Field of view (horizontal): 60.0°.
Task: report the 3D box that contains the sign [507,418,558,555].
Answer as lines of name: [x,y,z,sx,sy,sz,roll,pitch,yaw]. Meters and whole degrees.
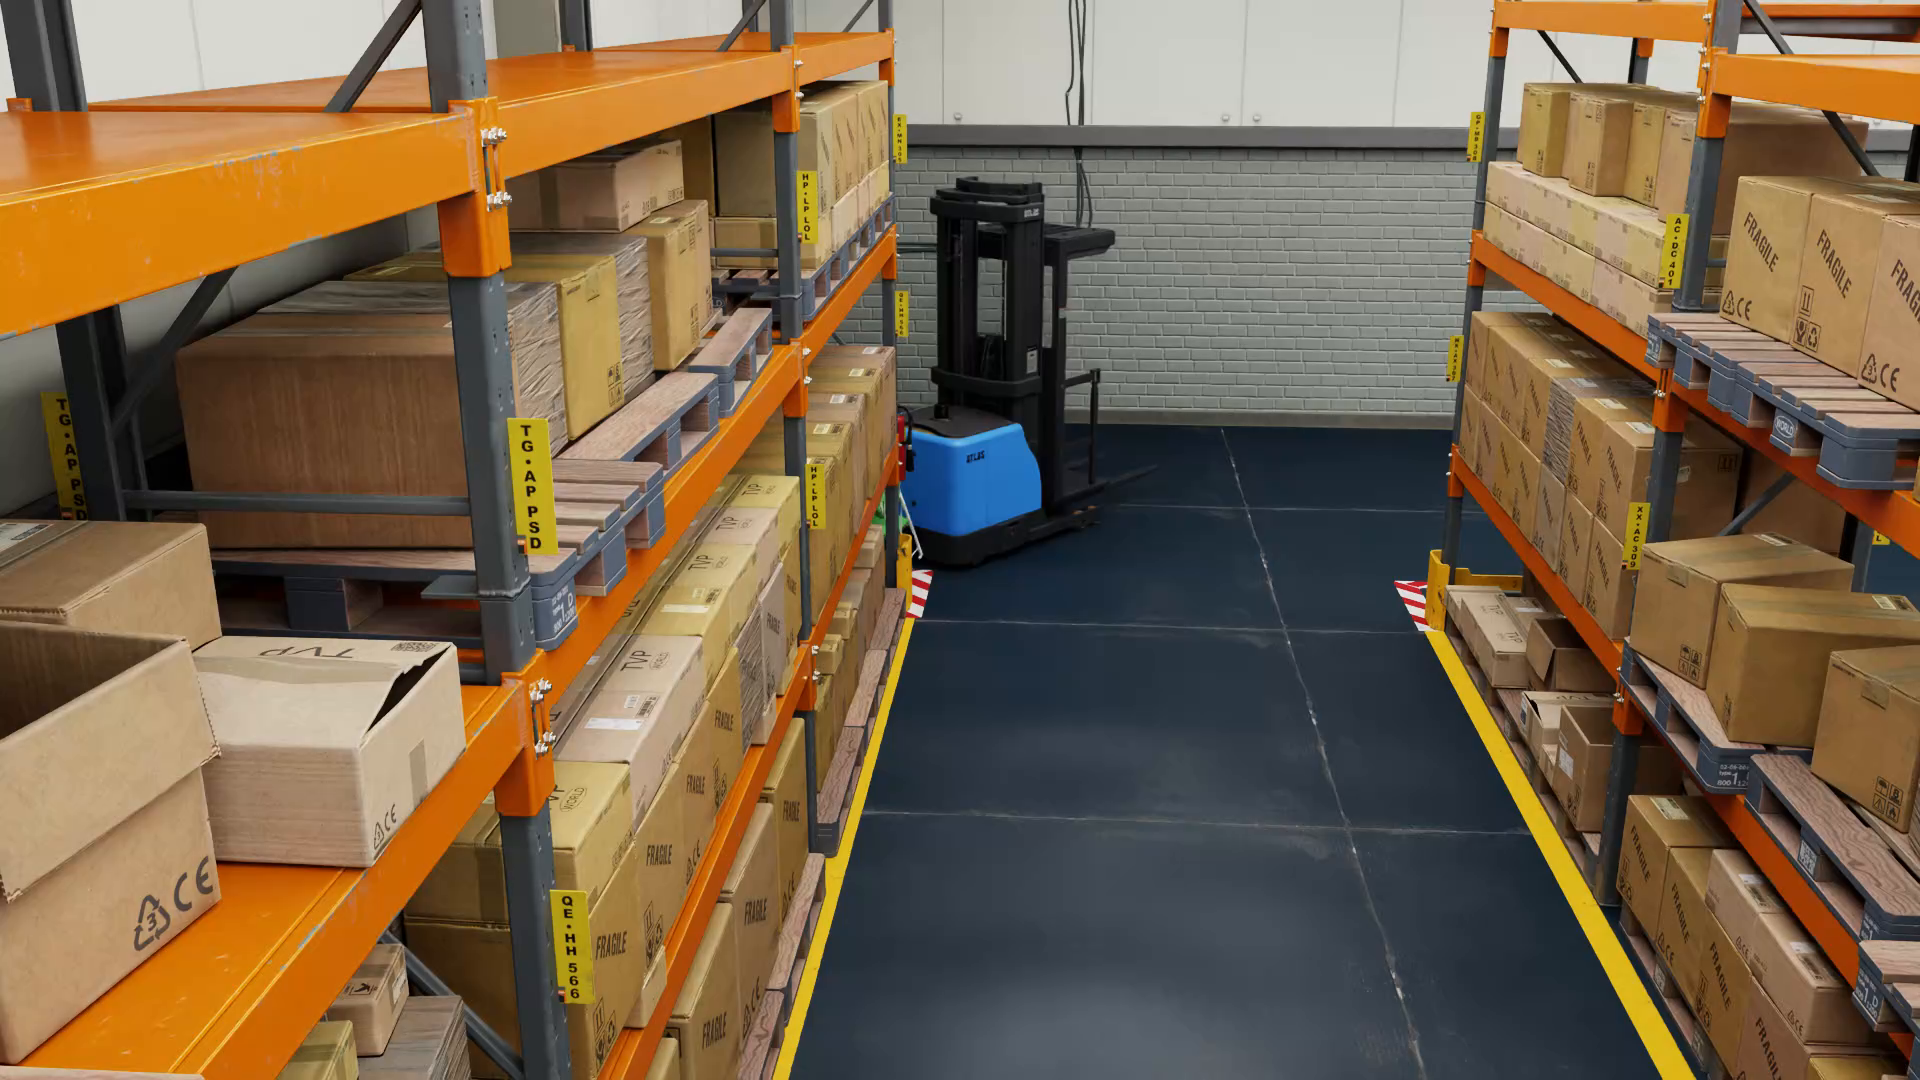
sign: [-0.986,-0.121,3.827,0.100,0.325,0.005,1,18,4]

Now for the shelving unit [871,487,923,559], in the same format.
shelving unit: [-0.710,-0.330,12.979,0.503,1.200,0.258,15,47,39]

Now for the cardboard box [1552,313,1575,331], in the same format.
cardboard box: [4.230,-1.216,11.050,0.500,0.500,0.500,1,18,3]

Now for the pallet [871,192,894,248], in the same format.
pallet: [-0.996,-2.100,10.839,1.003,0.211,1.213,1,18,4]

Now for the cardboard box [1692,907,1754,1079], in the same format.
cardboard box: [3.353,1.849,6.770,0.500,0.500,0.500,2,18,5]

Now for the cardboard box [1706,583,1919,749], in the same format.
cardboard box: [3.458,0.515,6.700,0.700,0.500,0.500,4,19,13]

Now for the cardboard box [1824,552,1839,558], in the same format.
cardboard box: [4.009,0.205,8.320,0.500,0.500,0.500,2,18,5]

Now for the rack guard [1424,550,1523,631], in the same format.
rack guard: [3.982,0.374,11.979,1.175,0.500,0.348,1,18,4]

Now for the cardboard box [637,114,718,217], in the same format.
cardboard box: [-1.423,-1.885,8.241,0.500,0.500,0.500,1,18,3]

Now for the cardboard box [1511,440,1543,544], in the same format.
cardboard box: [3.585,-0.282,9.805,0.500,0.500,0.500,2,18,5]

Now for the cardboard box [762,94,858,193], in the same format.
cardboard box: [-0.849,-2.191,9.176,0.500,0.500,0.500,1,18,4]

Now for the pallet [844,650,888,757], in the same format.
pallet: [-1.023,1.006,10.514,1.003,0.211,1.213,1,18,4]

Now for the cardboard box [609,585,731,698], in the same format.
cardboard box: [-1.137,0.367,6.112,0.500,0.250,0.500,1,18,3]

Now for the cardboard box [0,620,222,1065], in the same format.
cardboard box: [-1.712,0.454,2.705,0.797,0.503,0.637,4,19,12]

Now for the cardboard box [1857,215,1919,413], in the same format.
cardboard box: [3.498,-0.746,5.570,0.600,0.600,0.600,1,18,2]

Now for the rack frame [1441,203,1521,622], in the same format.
rack frame: [3.988,-0.838,11.662,1.000,3.000,0.127,1,18,4]

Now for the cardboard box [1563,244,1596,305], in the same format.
cardboard box: [3.544,-1.417,8.854,0.500,0.250,0.500,1,18,4]

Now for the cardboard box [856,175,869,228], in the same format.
cardboard box: [-0.810,-1.992,9.772,0.500,0.250,0.500,1,18,2]

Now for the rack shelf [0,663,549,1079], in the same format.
rack shelf: [-1.670,1.075,2.163,1.077,0.370,4.000,1,18,4]

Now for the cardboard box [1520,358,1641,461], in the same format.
cardboard box: [3.587,-0.753,9.637,0.500,0.500,0.500,1,18,3]

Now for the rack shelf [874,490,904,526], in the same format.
rack shelf: [-0.693,-0.281,13.016,0.480,0.148,0.258,15,47,39]

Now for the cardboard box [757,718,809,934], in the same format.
cardboard box: [-1.157,1.322,7.849,0.750,0.750,0.750,1,18,5]

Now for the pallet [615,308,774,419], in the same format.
pallet: [-1.257,-0.753,6.895,0.805,0.209,1.217,1,18,2]

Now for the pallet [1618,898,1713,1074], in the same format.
pallet: [3.680,1.983,7.532,1.003,0.211,1.213,1,18,4]

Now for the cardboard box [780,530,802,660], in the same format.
cardboard box: [-1.022,0.246,7.685,0.500,0.500,0.500,1,18,3]

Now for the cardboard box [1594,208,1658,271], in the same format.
cardboard box: [3.504,-1.499,8.302,0.500,0.250,0.500,1,18,4]

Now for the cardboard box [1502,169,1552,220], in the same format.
cardboard box: [3.648,-2.121,10.198,0.500,0.250,0.500,1,18,4]

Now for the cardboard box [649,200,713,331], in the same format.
cardboard box: [-1.413,-1.116,6.827,0.700,0.500,0.500,0,18,1]

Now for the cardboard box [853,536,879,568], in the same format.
cardboard box: [-0.749,0.076,11.172,0.380,0.149,0.250,2,18,5]

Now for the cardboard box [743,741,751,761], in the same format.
cardboard box: [-1.084,0.833,6.936,0.380,0.149,0.250,1,18,4]

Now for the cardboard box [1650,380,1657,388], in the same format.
cardboard box: [4.089,-0.578,9.103,0.500,0.500,0.500,1,18,2]

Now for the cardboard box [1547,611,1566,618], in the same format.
cardboard box: [4.076,0.598,11.125,0.380,0.166,0.250,1,18,4]

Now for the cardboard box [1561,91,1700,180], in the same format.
cardboard box: [3.918,-2.315,9.587,0.700,0.500,0.500,1,18,4]

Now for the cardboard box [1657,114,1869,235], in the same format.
cardboard box: [3.698,-1.695,7.696,0.700,0.500,0.500,1,18,4]

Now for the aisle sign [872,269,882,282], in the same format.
aisle sign: [-0.649,-2.198,11.639,0.394,0.787,0.004,1,18,4]

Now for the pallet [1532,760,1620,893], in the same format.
pallet: [3.751,1.517,8.956,1.003,0.211,1.213,1,18,4]

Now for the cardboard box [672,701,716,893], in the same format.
cardboard box: [-1.154,0.877,5.757,0.500,0.500,0.500,1,18,4]

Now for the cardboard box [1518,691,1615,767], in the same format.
cardboard box: [3.513,1.057,9.491,0.500,0.311,0.500,1,18,4]

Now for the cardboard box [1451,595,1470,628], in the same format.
cardboard box: [3.597,0.500,11.424,0.380,0.166,0.250,1,18,4]

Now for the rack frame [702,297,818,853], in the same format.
rack frame: [-1.240,0.295,8.205,1.000,3.000,0.127,1,18,4]

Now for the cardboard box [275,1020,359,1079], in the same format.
cardboard box: [-1.530,1.181,3.593,0.380,0.149,0.250,-2,18,-5]

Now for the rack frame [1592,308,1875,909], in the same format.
rack frame: [3.701,0.405,7.871,1.000,3.000,0.127,1,18,4]

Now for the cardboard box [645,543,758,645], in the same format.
cardboard box: [-1.102,0.208,6.595,0.500,0.250,0.500,2,18,5]

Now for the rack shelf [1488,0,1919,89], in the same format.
rack shelf: [3.844,-2.724,8.945,1.077,0.370,4.000,1,18,4]

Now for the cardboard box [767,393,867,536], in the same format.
cardboard box: [-1.085,-0.468,10.053,0.980,0.700,0.700,0,18,1]

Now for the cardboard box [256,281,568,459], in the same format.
cardboard box: [-1.564,-0.462,4.832,0.700,0.500,0.500,0,18,1]

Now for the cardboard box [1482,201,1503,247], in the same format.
cardboard box: [3.697,-2.038,10.749,0.500,0.250,0.500,1,18,4]

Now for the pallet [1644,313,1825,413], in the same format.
pallet: [3.584,-0.731,6.820,1.213,0.211,1.003,1,18,4]

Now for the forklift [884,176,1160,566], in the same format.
forklift: [0.587,-1.572,14.014,1.130,2.935,3.031,15,24,39]

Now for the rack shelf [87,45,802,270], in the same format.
rack shelf: [-1.384,-1.403,5.549,1.077,0.370,4.000,1,18,4]

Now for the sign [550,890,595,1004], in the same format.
sign: [-0.985,1.034,4.217,0.100,0.325,0.005,1,18,4]

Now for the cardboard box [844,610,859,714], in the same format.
cardboard box: [-1.006,0.738,10.193,0.700,0.500,0.500,2,18,5]

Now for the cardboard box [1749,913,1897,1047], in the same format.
cardboard box: [3.316,1.638,6.210,0.500,0.250,0.500,1,18,3]

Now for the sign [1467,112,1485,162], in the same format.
sign: [3.446,-2.691,11.096,0.100,0.325,0.005,1,18,4]
